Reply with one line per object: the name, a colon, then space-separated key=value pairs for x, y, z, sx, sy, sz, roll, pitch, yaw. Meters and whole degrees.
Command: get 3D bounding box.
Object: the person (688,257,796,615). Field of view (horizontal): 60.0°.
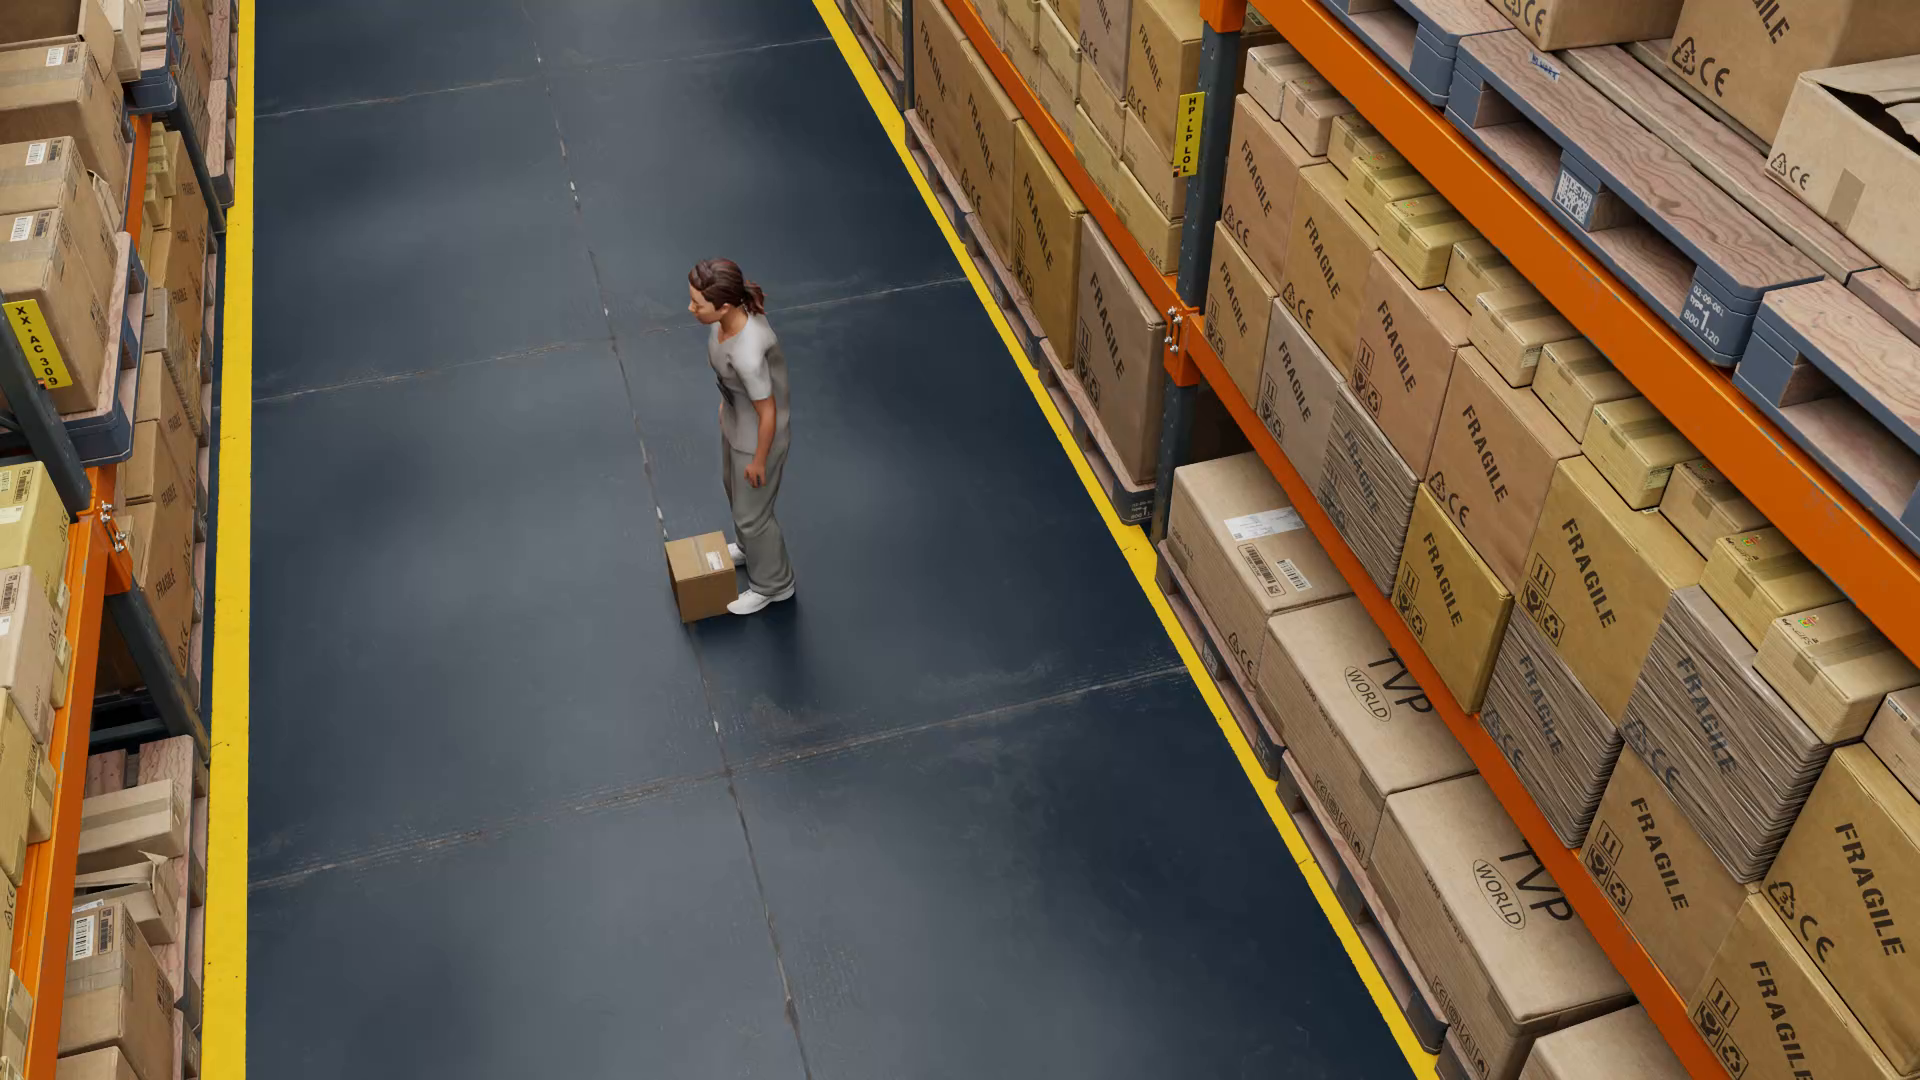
person: x=-0.858 y=-0.425 z=6.628 sx=0.368 sy=1.671 sz=0.503 roll=-14 pitch=44 yaw=-15
